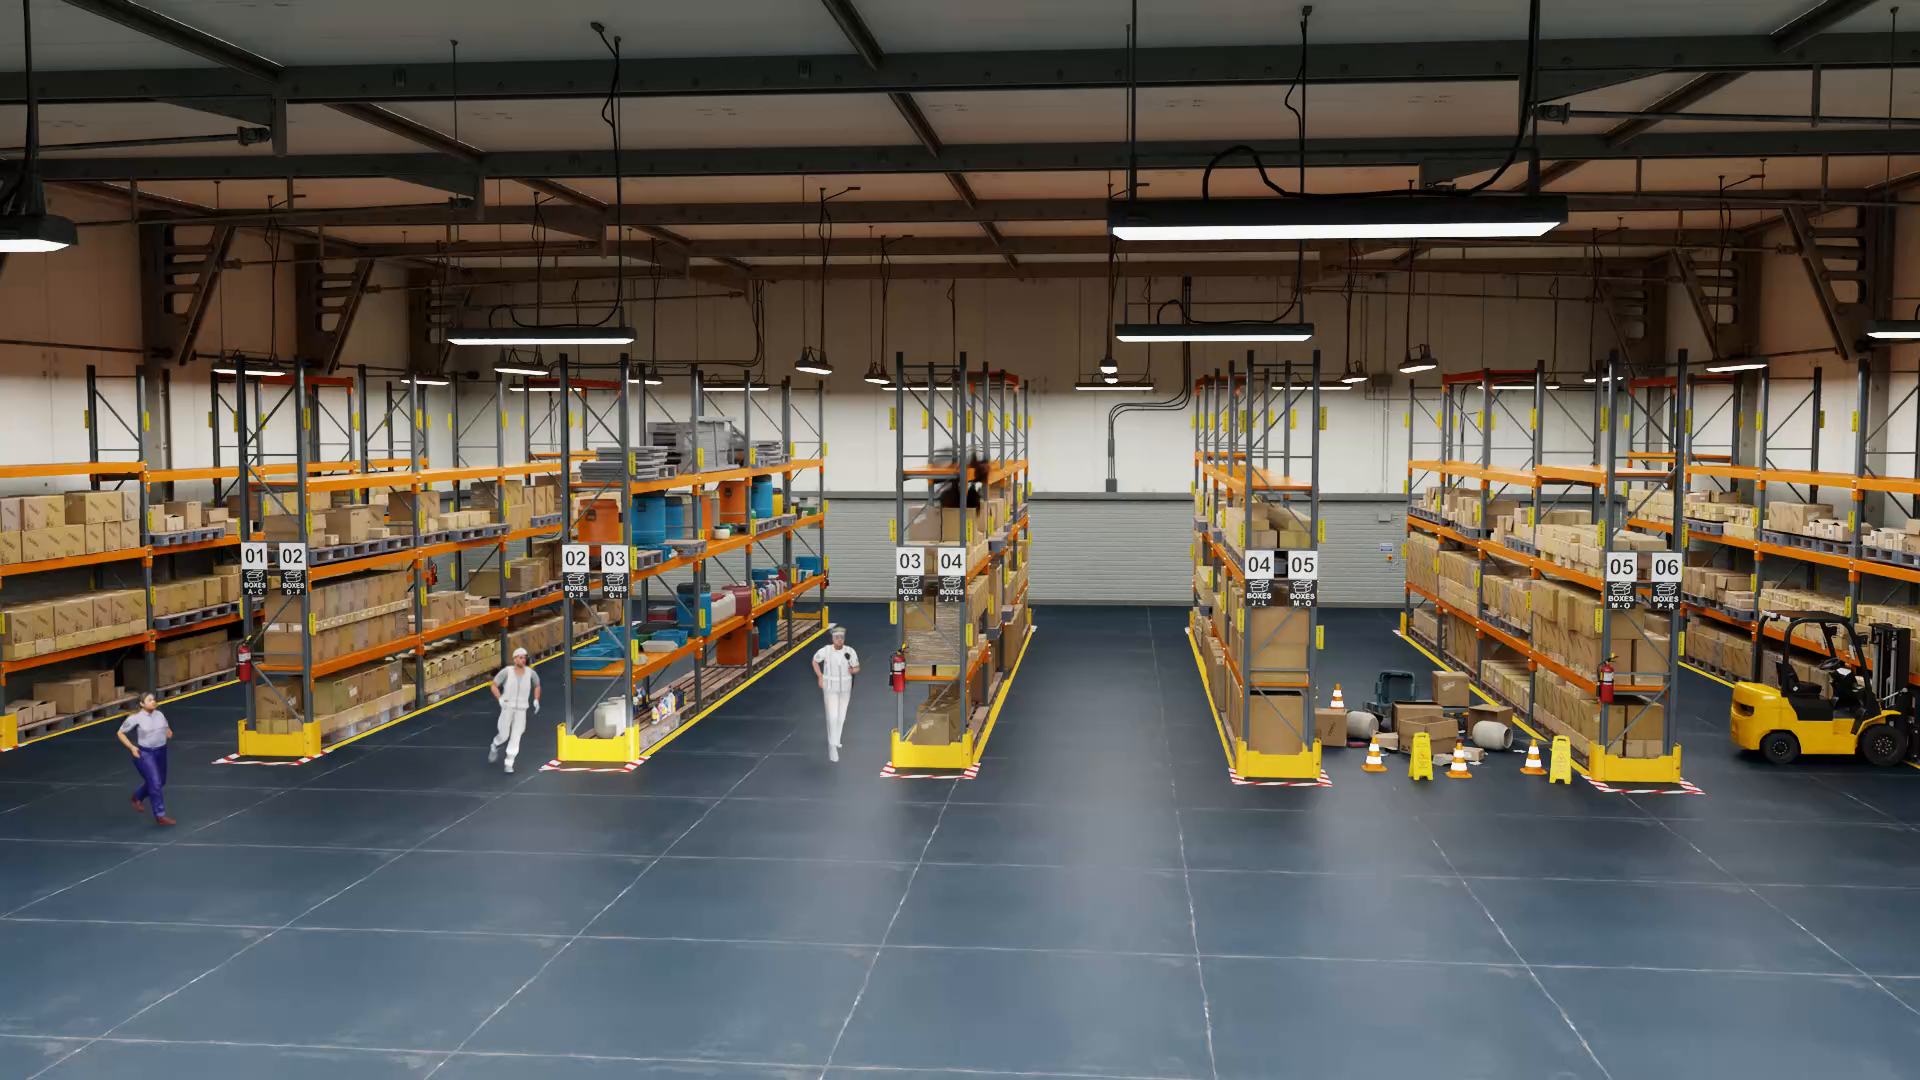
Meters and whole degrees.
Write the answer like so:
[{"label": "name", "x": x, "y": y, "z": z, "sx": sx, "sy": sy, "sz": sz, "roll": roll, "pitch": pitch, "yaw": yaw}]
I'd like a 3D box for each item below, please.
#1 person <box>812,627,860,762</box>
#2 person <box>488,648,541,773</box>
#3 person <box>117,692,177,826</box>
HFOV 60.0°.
[{"label": "person", "x": -1.753, "y": 2.186, "z": 23.868, "sx": 0.642, "sy": 1.893, "sz": 0.784, "roll": -1, "pitch": 4, "yaw": -19}, {"label": "person", "x": -6.409, "y": 2.429, "z": 24.008, "sx": 0.710, "sy": 1.740, "sz": 0.757, "roll": -2, "pitch": 5, "yaw": -28}, {"label": "person", "x": -10.111, "y": 2.704, "z": 20.739, "sx": 0.913, "sy": 1.623, "sz": 0.615, "roll": 2, "pitch": 4, "yaw": 23}]
